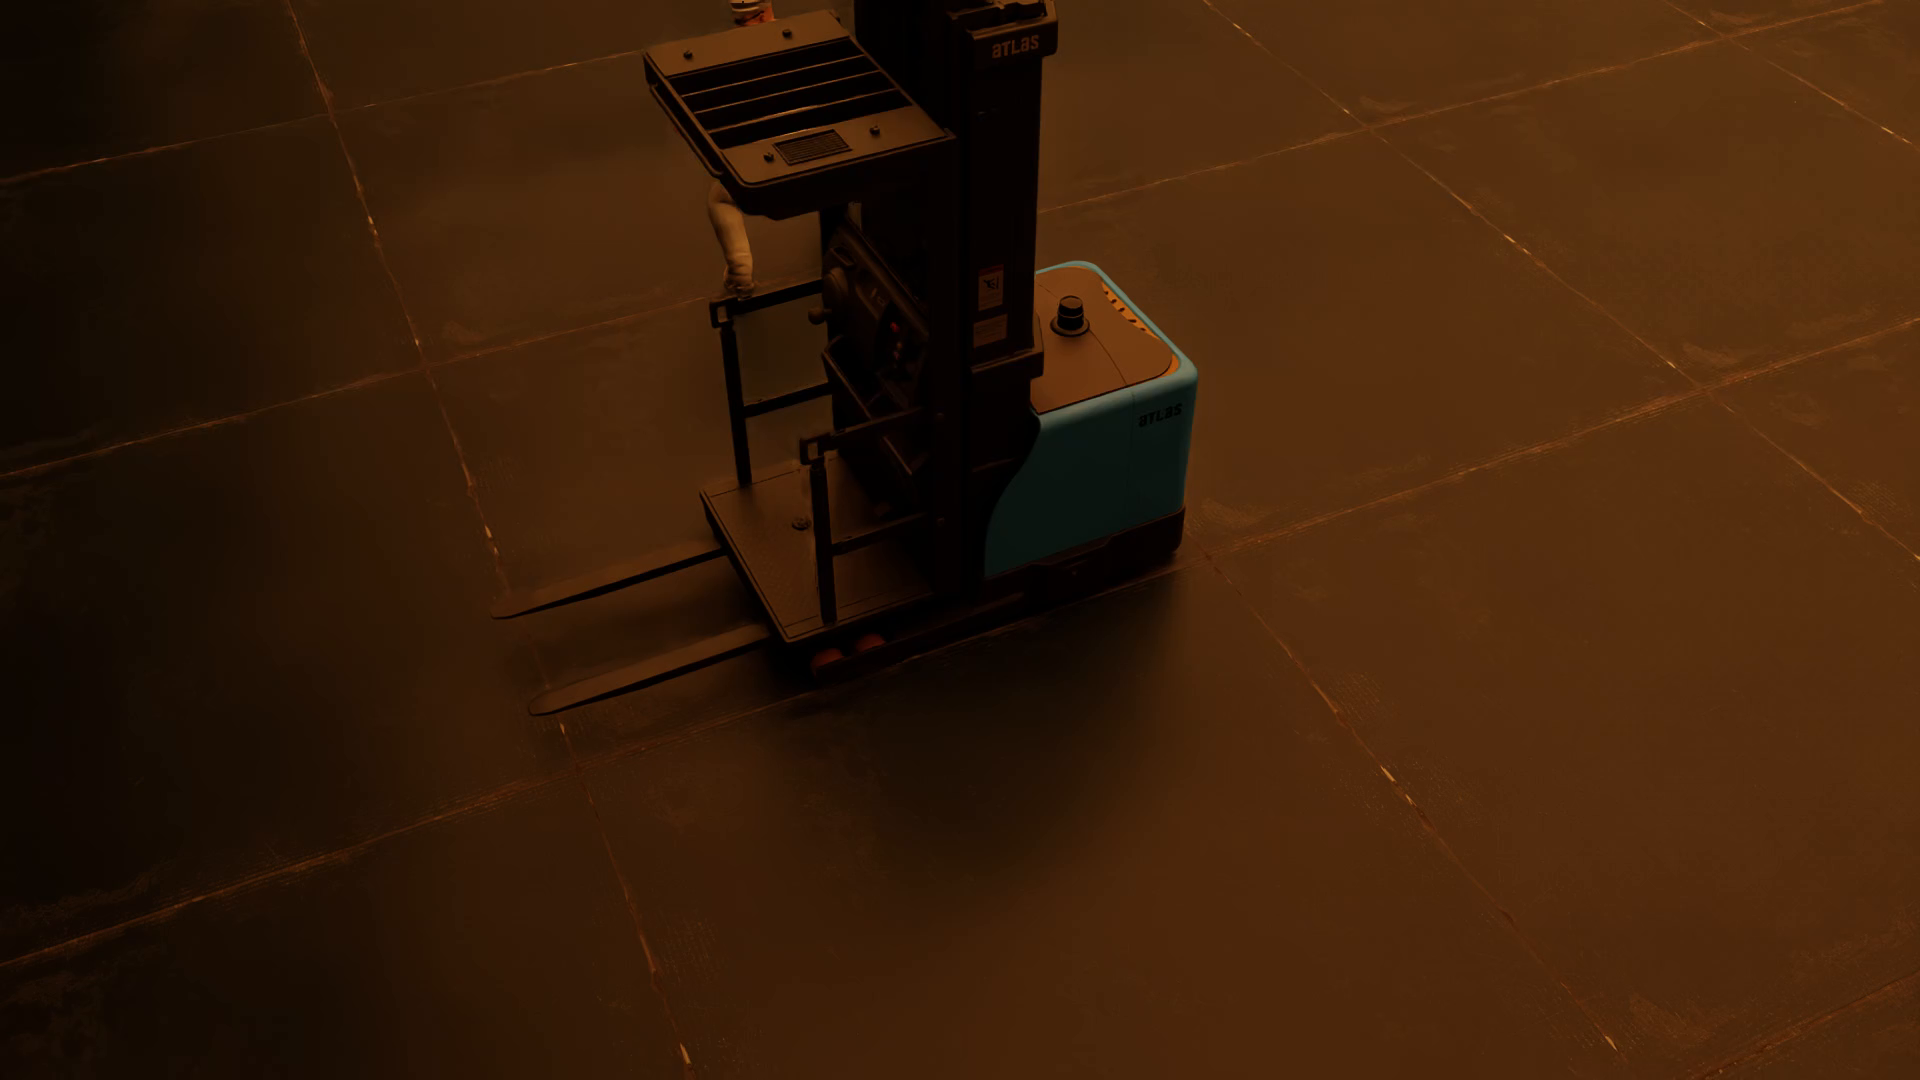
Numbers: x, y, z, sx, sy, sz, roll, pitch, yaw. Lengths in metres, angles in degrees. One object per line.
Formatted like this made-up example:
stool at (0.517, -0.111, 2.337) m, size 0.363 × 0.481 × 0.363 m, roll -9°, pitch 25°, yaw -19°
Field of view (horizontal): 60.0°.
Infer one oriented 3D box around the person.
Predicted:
person at (-0.946, -2.188, 9.094) m, size 1.151 × 1.706 × 0.563 m, roll -31°, pitch 51°, yaw -29°

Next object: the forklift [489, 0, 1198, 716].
forklift at (-0.527, -0.857, 6.599) m, size 3.031 × 2.935 × 1.130 m, roll -19°, pitch 46°, yaw -19°
